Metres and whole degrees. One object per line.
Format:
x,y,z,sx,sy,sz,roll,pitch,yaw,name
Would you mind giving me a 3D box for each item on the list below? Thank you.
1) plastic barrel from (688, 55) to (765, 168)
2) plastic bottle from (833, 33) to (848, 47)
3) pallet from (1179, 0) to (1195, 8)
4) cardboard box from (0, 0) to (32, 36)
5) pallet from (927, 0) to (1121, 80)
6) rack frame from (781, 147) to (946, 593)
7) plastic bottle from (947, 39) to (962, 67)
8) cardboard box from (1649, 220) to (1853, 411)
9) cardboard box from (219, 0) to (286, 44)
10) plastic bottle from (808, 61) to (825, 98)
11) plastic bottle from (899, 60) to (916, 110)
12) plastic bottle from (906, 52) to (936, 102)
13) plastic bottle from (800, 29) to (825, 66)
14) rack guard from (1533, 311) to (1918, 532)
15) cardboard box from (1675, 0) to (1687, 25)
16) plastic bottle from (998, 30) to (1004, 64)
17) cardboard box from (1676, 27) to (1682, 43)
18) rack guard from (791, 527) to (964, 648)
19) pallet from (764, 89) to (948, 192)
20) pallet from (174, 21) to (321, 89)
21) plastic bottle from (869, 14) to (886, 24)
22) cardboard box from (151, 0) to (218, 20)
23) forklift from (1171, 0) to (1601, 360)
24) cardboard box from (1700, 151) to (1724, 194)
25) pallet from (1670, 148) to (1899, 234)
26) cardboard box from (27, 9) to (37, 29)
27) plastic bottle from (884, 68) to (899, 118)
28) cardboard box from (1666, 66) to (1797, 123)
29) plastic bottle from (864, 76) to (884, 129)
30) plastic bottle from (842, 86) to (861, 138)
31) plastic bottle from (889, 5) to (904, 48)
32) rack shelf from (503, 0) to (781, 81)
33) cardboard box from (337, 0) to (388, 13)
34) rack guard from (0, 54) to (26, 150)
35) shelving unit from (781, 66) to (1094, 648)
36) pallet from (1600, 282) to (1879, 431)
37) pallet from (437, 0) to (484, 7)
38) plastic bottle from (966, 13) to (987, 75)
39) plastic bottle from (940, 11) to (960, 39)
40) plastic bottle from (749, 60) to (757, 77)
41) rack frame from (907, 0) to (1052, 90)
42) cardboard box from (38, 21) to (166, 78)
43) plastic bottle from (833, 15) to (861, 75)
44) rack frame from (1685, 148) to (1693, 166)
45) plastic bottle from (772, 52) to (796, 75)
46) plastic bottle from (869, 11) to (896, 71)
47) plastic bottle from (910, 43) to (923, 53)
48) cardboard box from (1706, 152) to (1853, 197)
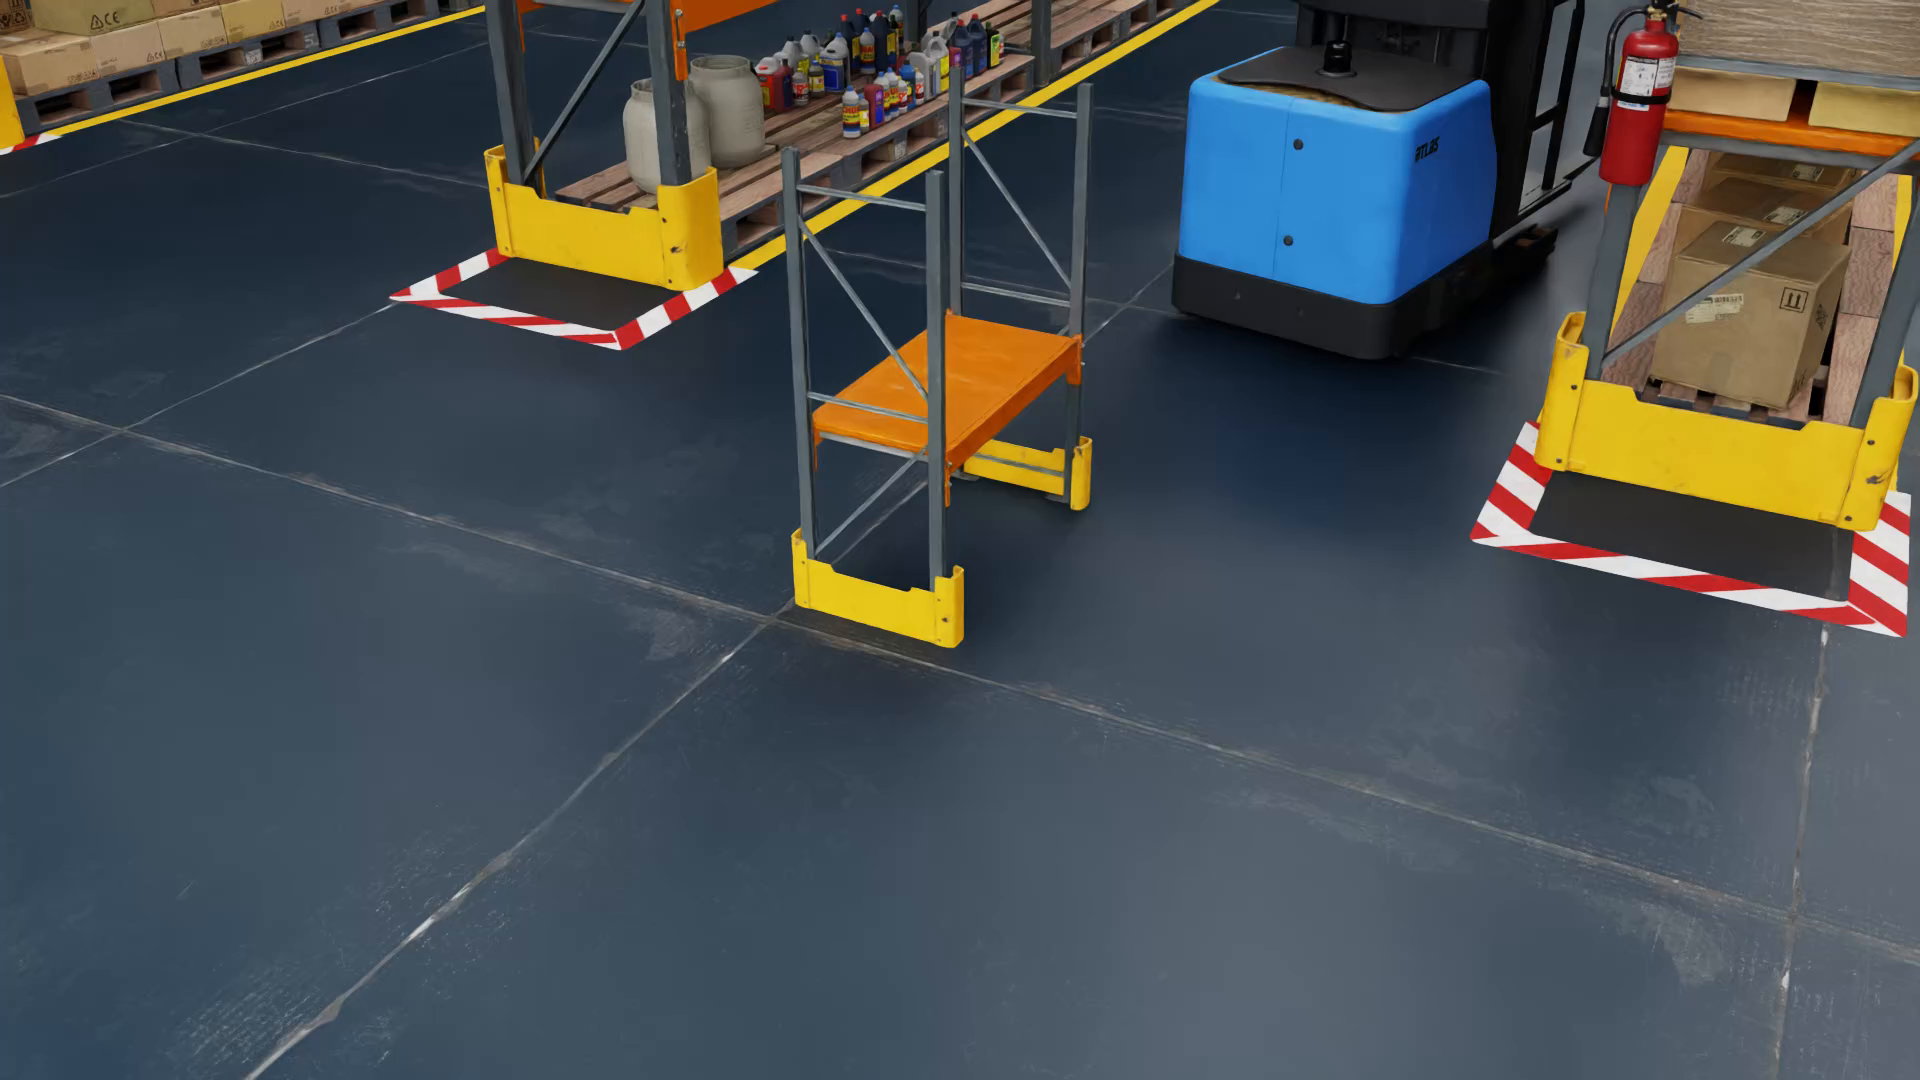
-1.243,-2.252,8.736,0.421,0.512,0.421,0,30,0,plastic barrel
-0.738,-2.977,10.220,0.097,0.271,0.097,0,30,0,plastic bottle
1.554,-4.620,13.583,1.003,0.211,1.213,14,33,23,pallet
-6.131,-3.363,10.180,0.500,0.500,0.500,14,33,23,cardboard box
0.442,-3.538,11.699,1.003,0.211,1.213,14,33,23,pallet
-0.270,-0.387,4.918,0.500,1.500,0.032,14,33,23,rack frame
-0.042,-2.886,10.049,0.061,0.283,0.133,17,34,27,plastic bottle
3.006,-0.865,6.332,0.500,0.500,0.500,21,36,32,cardboard box
-4.984,-3.584,11.319,0.500,0.250,0.500,14,33,23,cardboard box
-0.855,-2.742,9.880,0.097,0.201,0.097,0,30,0,plastic bottle
-0.306,-2.644,9.640,0.097,0.271,0.097,0,30,0,plastic bottle
-0.230,-2.750,9.820,0.152,0.276,0.135,15,33,24,plastic bottle
-0.898,-2.897,10.000,0.144,0.351,0.185,14,33,23,plastic bottle
2.741,-0.443,6.020,1.175,0.500,0.348,14,33,23,rack guard
3.102,-2.152,6.087,0.875,0.500,0.500,14,33,23,cardboard box
0.231,-3.136,10.568,0.097,0.201,0.097,0,30,0,plastic bottle
2.835,-1.791,6.109,0.380,0.149,0.250,14,33,23,cardboard box
-0.262,0.146,5.244,0.587,0.250,0.087,14,33,23,rack guard
-0.779,-2.350,9.630,1.003,0.211,1.213,14,33,23,pallet
-5.243,-3.421,11.495,1.003,0.211,1.213,14,33,23,pallet
-0.539,-3.209,10.619,0.152,0.276,0.135,16,33,25,plastic bottle
-5.226,-3.691,10.753,0.500,0.500,0.500,14,33,23,cardboard box
2.256,-2.688,7.487,1.130,2.935,3.031,22,36,33,forklift
4.056,-1.941,8.207,0.500,0.500,0.500,-26,39,-37,cardboard box
4.254,-1.752,8.589,1.003,0.211,1.213,14,33,23,pallet
-5.912,-3.261,10.757,0.500,0.250,0.500,14,33,23,cardboard box
-0.398,-2.554,9.484,0.097,0.271,0.097,0,30,0,plastic bottle
2.652,-1.558,5.703,0.380,0.149,0.250,14,33,23,cardboard box
-0.480,-2.459,9.306,0.061,0.283,0.133,15,33,24,plastic bottle
-0.600,-2.358,9.142,0.097,0.271,0.097,0,30,0,plastic bottle
-0.416,-3.356,10.880,0.097,0.271,0.097,0,30,0,plastic bottle
-0.792,-3.192,9.019,1.077,0.370,4.000,14,33,23,rack shelf
-4.542,-4.031,12.097,0.500,0.250,0.500,14,33,23,cardboard box
-6.122,-2.648,9.859,1.175,0.500,0.348,14,33,23,rack guard
-0.035,-0.617,5.318,0.587,1.500,1.083,14,33,23,shelving unit
3.142,-0.670,6.705,1.003,0.211,1.213,14,33,23,pallet
-3.988,-4.642,13.622,1.003,0.211,1.213,14,33,23,pallet
0.082,-3.082,10.322,0.144,0.351,0.185,13,32,22,plastic bottle
-0.046,-3.114,10.379,0.144,0.351,0.185,14,33,23,plastic bottle
-1.220,-2.600,9.551,0.061,0.283,0.133,15,33,24,plastic bottle
0.119,-4.390,10.383,1.000,3.000,0.127,14,33,23,rack frame
-5.444,-3.142,10.549,0.500,0.250,0.500,14,33,23,cardboard box
-0.704,-3.085,10.329,0.144,0.351,0.185,13,32,21,plastic bottle
4.528,-3.267,8.427,1.000,3.000,0.127,14,33,23,rack frame
-1.054,-2.708,9.746,0.152,0.276,0.135,13,32,22,plastic bottle
-0.490,-3.136,10.417,0.144,0.351,0.185,14,33,23,plastic bottle
-0.255,-2.836,9.962,0.061,0.283,0.133,14,33,23,plastic bottle
3.549,-1.411,7.283,0.500,0.500,0.500,18,34,28,cardboard box
